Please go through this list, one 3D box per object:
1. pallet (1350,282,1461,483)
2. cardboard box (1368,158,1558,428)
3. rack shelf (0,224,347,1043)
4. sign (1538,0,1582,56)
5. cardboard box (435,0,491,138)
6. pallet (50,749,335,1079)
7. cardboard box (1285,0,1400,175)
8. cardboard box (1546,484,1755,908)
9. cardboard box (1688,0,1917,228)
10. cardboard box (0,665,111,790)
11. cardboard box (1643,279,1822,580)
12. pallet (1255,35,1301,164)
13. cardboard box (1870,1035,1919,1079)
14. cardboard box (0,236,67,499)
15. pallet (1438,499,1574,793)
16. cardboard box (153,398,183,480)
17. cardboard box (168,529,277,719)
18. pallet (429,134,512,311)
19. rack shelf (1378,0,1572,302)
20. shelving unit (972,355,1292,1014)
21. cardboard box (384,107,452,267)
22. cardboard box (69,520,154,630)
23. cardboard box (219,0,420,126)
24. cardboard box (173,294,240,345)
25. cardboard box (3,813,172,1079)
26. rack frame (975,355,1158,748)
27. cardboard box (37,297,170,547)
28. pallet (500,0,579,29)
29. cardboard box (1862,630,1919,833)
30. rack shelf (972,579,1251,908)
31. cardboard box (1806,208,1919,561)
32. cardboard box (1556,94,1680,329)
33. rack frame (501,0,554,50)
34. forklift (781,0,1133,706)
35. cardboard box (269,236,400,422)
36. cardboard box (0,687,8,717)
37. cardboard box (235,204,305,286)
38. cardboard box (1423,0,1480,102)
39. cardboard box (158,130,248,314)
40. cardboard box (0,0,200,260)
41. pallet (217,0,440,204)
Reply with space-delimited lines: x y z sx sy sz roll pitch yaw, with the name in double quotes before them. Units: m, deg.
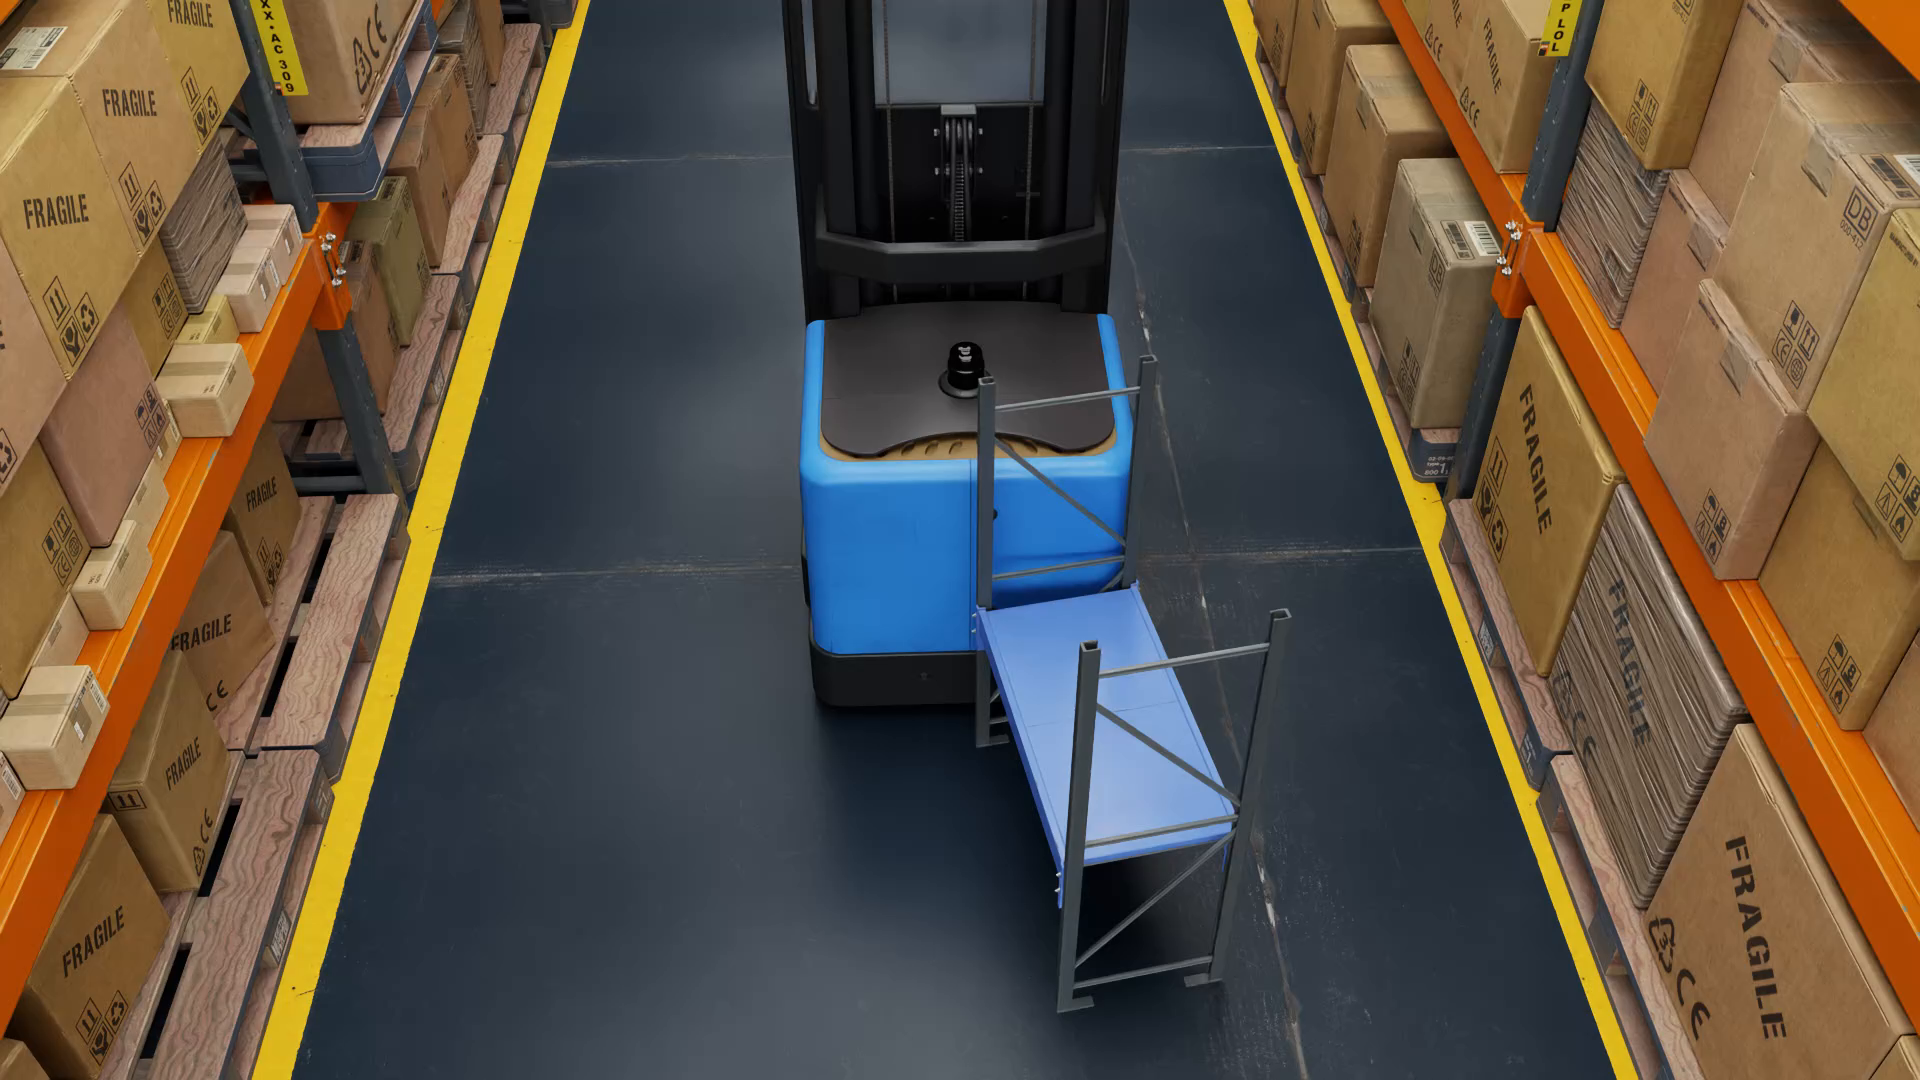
"pallet" 2.251 -0.717 6.877 1.003 0.211 1.213 -2 43 -2
"cardboard box" 2.243 -0.969 6.441 1.050 0.750 0.750 -2 43 -2
"rack shelf" -2.516 0.463 4.058 1.077 0.370 4.000 -2 43 -2
"sign" 1.817 -1.602 4.980 0.100 0.325 0.005 -2 43 -2
"cardboard box" -2.686 -2.268 8.029 0.700 0.500 0.500 -5 43 -5
"pallet" -2.482 1.153 4.835 1.003 0.211 1.213 -2 43 -2
"cardboard box" 2.166 -2.249 7.838 1.050 0.750 0.750 -1 43 -1
"cardboard box" 2.358 0.437 4.815 0.875 0.875 0.875 -1 43 -1
"cardboard box" 2.480 -1.062 4.279 0.875 0.550 0.550 -2 43 -2
"cardboard box" -2.172 0.426 3.752 0.380 0.149 0.250 -2 43 -2
"cardboard box" 2.338 -0.295 4.241 0.875 0.550 0.550 -2 43 -2
"pallet" 2.147 -2.365 8.674 1.003 0.211 1.213 -2 43 -2
"cardboard box" 2.434 1.646 3.496 0.875 0.875 0.875 -1 43 -2
"cardboard box" -2.246 -0.359 3.388 0.500 0.500 0.500 -2 43 -2
"pallet" 2.313 0.317 5.748 1.003 0.211 1.213 -2 43 -2
"cardboard box" -2.345 -0.246 4.484 0.380 0.149 0.250 -2 43 -2
"cardboard box" -2.592 0.272 5.273 0.500 0.500 0.500 11 44 12
"pallet" -2.690 -1.476 7.704 1.003 0.211 1.213 -2 43 -2
"rack shelf" 2.274 -2.312 7.084 1.077 0.370 4.000 -2 43 -2
"shelving unit" 0.407 0.423 4.679 0.538 1.500 1.048 -9 43 -9
"cardboard box" -2.631 -1.509 7.200 0.700 0.500 0.500 -5 43 -5
"cardboard box" -2.249 0.090 4.118 0.380 0.149 0.250 -2 43 -2
"cardboard box" -2.495 -2.069 5.532 1.000 1.000 1.000 -1 43 -2
"cardboard box" -2.346 -0.584 4.853 0.380 0.149 0.250 -2 43 -2
"cardboard box" -2.508 1.067 4.406 0.500 0.500 0.500 2 43 2
"rack frame" 0.296 0.088 5.044 0.500 1.500 0.032 -9 43 -9
"cardboard box" -2.535 -0.320 4.085 0.875 0.500 0.500 -2 43 -2
"pallet" -2.729 -3.359 9.759 1.003 0.211 1.213 -2 43 -2
"cardboard box" 2.524 0.417 3.464 0.875 0.550 0.550 -2 43 -2
"rack shelf" 0.407 0.556 4.800 0.538 0.185 1.000 -9 43 -9
"cardboard box" 2.396 -0.336 3.486 0.875 0.550 0.500 -2 43 -2
"cardboard box" 2.387 -1.033 5.046 0.875 0.550 0.550 -2 43 -2
"rack frame" -2.771 -3.853 8.234 1.000 3.000 0.127 -2 43 -2
"forklift" -0.024 -1.506 5.724 1.130 2.935 3.031 -1 43 -2
"cardboard box" -2.605 -0.808 6.436 0.700 0.500 0.500 -5 43 -5
"cardboard box" -2.546 0.356 3.347 0.875 0.500 0.500 -2 43 -2
"cardboard box" -2.298 -0.923 5.223 0.380 0.149 0.250 -2 43 -2
"cardboard box" 2.048 -1.949 6.083 0.500 0.500 0.500 -2 43 -2
"cardboard box" -2.643 -0.994 4.820 0.875 0.500 0.500 -2 43 -2
"cardboard box" -2.284 -1.034 4.124 0.500 0.500 0.500 -2 43 -2
"pallet" -2.488 -1.602 5.920 1.003 0.211 1.213 -2 43 -2
